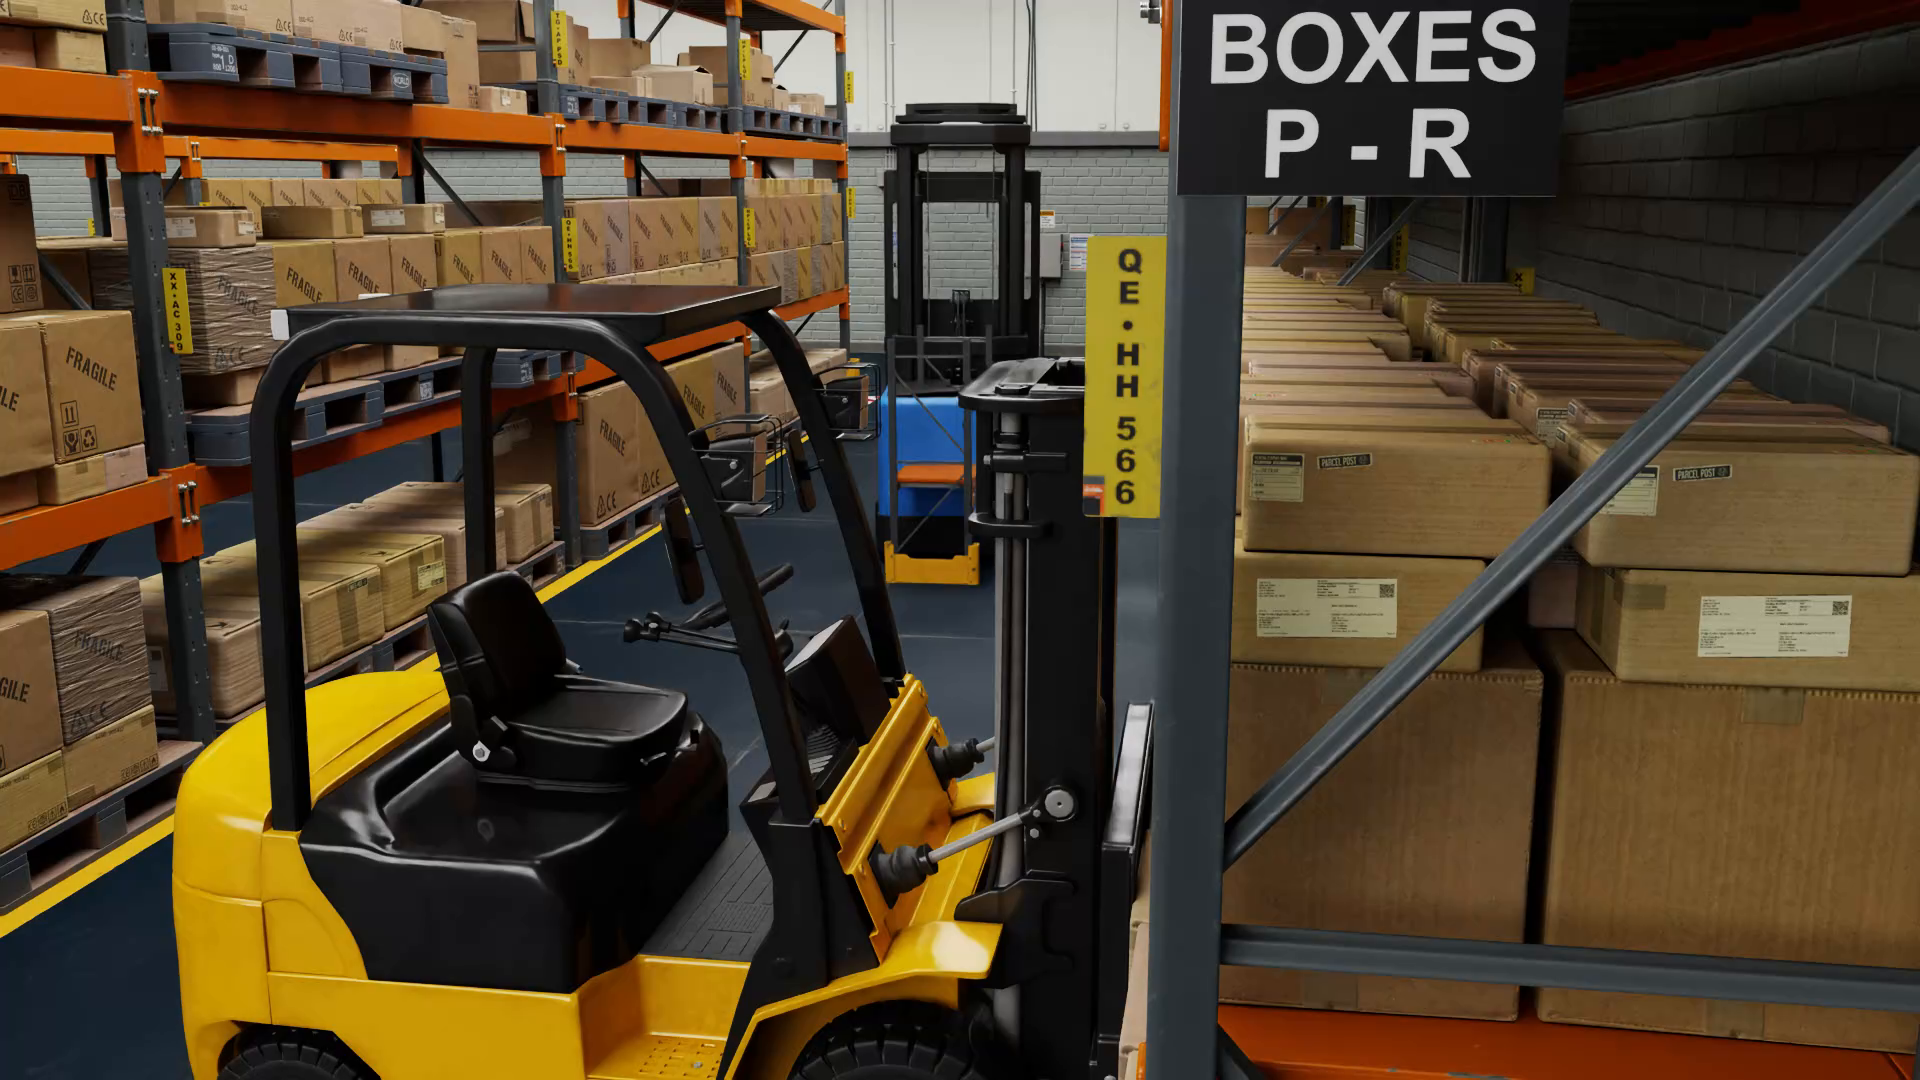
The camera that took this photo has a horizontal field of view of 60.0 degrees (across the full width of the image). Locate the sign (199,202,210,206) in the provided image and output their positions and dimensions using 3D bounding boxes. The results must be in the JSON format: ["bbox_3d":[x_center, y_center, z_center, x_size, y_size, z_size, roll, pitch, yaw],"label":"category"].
[{"bbox_3d":[-6.689,-2.830,14.757,0.100,0.325,0.005,2,12,9],"label":"sign"}]

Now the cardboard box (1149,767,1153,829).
[{"bbox_3d":[0.717,0.743,4.082,0.500,0.250,0.500,2,12,8],"label":"cardboard box"}]

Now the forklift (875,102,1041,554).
[{"bbox_3d":[0.022,-1.595,11.937,1.130,2.935,3.031,0,12,2],"label":"forklift"}]

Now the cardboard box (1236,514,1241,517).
[{"bbox_3d":[0.515,0.015,2.528,0.380,0.149,0.250,2,12,10],"label":"cardboard box"}]

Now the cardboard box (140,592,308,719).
[{"bbox_3d":[-3.483,0.493,7.324,0.950,0.372,0.625,2,12,9],"label":"cardboard box"}]

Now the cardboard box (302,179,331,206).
[{"bbox_3d":[-6.674,-3.369,16.692,0.500,0.500,0.500,1,12,7],"label":"cardboard box"}]

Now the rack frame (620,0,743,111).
[{"bbox_3d":[-2.331,-5.075,13.680,1.000,3.000,0.127,2,12,9],"label":"rack frame"}]

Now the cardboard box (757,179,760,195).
[{"bbox_3d":[-2.005,-3.162,14.897,0.380,0.149,0.250,2,12,8],"label":"cardboard box"}]

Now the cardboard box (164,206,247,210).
[{"bbox_3d":[-3.601,-1.498,7.846,0.380,0.149,0.250,1,12,6],"label":"cardboard box"}]

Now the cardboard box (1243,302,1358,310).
[{"bbox_3d":[0.866,-0.555,4.467,0.380,0.149,0.250,2,12,8],"label":"cardboard box"}]

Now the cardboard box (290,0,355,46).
[{"bbox_3d":[-2.998,-2.289,7.235,0.500,0.250,0.500,2,12,8],"label":"cardboard box"}]

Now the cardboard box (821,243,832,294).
[{"bbox_3d":[-1.620,-2.811,17.177,0.500,0.500,0.500,2,12,7],"label":"cardboard box"}]

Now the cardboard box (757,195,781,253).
[{"bbox_3d":[-1.934,-2.876,15.107,0.500,0.500,0.500,2,12,8],"label":"cardboard box"}]

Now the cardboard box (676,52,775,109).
[{"bbox_3d":[-2.155,-4.195,15.238,0.797,0.503,0.637,3,12,13],"label":"cardboard box"}]

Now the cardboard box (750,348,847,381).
[{"bbox_3d":[-1.718,-1.787,17.749,0.875,0.438,0.875,1,12,7],"label":"cardboard box"}]

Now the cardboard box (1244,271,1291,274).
[{"bbox_3d":[1.565,-1.348,8.853,0.380,0.149,0.250,2,12,10],"label":"cardboard box"}]

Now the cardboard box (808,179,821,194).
[{"bbox_3d":[-1.624,-3.587,16.867,0.380,0.149,0.250,2,12,10],"label":"cardboard box"}]

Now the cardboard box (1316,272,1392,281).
[{"bbox_3d":[2.079,-1.331,8.772,0.380,0.149,0.250,2,12,9],"label":"cardboard box"}]

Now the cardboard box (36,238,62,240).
[{"bbox_3d":[-7.832,-2.476,14.050,0.380,0.149,0.250,2,12,9],"label":"cardboard box"}]

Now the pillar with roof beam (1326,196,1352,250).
[{"bbox_3d":[0.241,-6.419,19.917,9.100,9.000,0.400,2,12,9],"label":"pillar with roof beam"}]

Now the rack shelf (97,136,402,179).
[{"bbox_3d":[-6.930,-3.812,16.651,1.077,0.370,4.000,2,12,9],"label":"rack shelf"}]

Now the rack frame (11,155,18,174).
[{"bbox_3d":[-11.508,-3.296,19.666,1.000,3.000,0.127,2,12,9],"label":"rack frame"}]

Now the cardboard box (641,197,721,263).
[{"bbox_3d":[-2.224,-2.471,13.226,0.500,0.500,0.500,2,12,10],"label":"cardboard box"}]

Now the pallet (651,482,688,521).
[{"bbox_3d":[-2.560,-0.361,12.668,1.003,0.211,1.213,2,12,9],"label":"pallet"}]

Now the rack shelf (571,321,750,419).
[{"bbox_3d":[-2.638,-1.374,12.456,1.077,0.370,4.000,2,12,9],"label":"rack shelf"}]

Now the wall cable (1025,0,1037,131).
[{"bbox_3d":[2.370,-6.996,22.506,2.988,3.039,0.133,2,12,9],"label":"wall cable"}]

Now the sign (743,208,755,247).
[{"bbox_3d":[-1.793,-2.654,14.126,0.100,0.325,0.005,2,12,9],"label":"sign"}]

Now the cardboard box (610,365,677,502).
[{"bbox_3d":[-2.616,-0.803,12.144,0.875,0.875,0.875,2,12,9],"label":"cardboard box"}]

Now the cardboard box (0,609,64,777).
[{"bbox_3d":[-3.464,0.533,5.648,0.500,0.500,0.500,2,12,10],"label":"cardboard box"}]

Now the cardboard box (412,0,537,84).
[{"bbox_3d":[-3.037,-3.115,10.464,0.797,0.503,0.637,1,12,5],"label":"cardboard box"}]

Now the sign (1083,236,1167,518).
[{"bbox_3d":[0.195,-0.186,1.927,0.100,0.325,0.005,2,12,9],"label":"sign"}]

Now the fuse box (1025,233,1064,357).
[{"bbox_3d":[1.182,-3.421,23.305,0.539,1.711,0.414,2,12,9],"label":"fuse box"}]

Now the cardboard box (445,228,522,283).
[{"bbox_3d":[-2.810,-1.497,9.381,0.500,0.500,0.500,2,12,8],"label":"cardboard box"}]

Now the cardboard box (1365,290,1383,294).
[{"bbox_3d":[1.858,-1.012,7.294,0.380,0.149,0.250,2,12,8],"label":"cardboard box"}]

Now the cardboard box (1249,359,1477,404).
[{"bbox_3d":[0.708,-0.234,2.975,0.380,0.149,0.250,2,12,9],"label":"cardboard box"}]

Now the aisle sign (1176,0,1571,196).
[{"bbox_3d":[0.428,-0.751,1.685,0.394,0.787,0.004,2,12,9],"label":"aisle sign"}]

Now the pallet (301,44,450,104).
[{"bbox_3d":[-3.205,-2.192,7.871,1.213,0.211,1.003,2,12,9],"label":"pallet"}]

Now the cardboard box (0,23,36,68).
[{"bbox_3d":[-3.434,-1.695,5.714,0.380,0.149,0.250,2,12,9],"label":"cardboard box"}]

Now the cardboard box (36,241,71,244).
[{"bbox_3d":[-7.308,-2.293,13.203,0.380,0.149,0.250,1,12,6],"label":"cardboard box"}]

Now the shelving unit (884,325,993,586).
[{"bbox_3d":[-0.103,-0.573,10.580,0.587,1.500,1.083,1,12,8],"label":"shelving unit"}]

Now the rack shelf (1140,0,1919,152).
[{"bbox_3d":[1.036,-1.015,3.670,1.077,0.370,4.000,2,12,9],"label":"rack shelf"}]

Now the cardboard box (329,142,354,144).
[{"bbox_3d":[-6.592,-4.194,17.072,0.500,0.250,0.500,2,12,11],"label":"cardboard box"}]

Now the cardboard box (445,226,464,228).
[{"bbox_3d":[-3.244,-1.623,9.963,0.500,0.500,0.500,2,12,7],"label":"cardboard box"}]

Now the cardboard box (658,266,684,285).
[{"bbox_3d":[-2.364,-1.894,12.331,0.500,0.250,0.500,2,12,10],"label":"cardboard box"}]

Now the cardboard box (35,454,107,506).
[{"bbox_3d":[-3.341,-0.225,6.013,0.380,0.149,0.250,2,12,10],"label":"cardboard box"}]

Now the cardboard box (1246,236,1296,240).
[{"bbox_3d":[2.199,-2.035,12.581,0.700,0.500,0.500,2,12,9],"label":"cardboard box"}]

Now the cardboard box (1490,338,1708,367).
[{"bbox_3d":[1.298,-0.325,3.399,0.380,0.149,0.250,2,12,7],"label":"cardboard box"}]

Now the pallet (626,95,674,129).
[{"bbox_3d":[-2.730,-3.052,11.863,1.003,0.211,1.213,2,12,11],"label":"pallet"}]

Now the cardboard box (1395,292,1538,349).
[{"bbox_3d":[1.486,-0.645,4.884,0.380,0.149,0.250,2,12,8],"label":"cardboard box"}]

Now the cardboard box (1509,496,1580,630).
[{"bbox_3d":[1.012,0.034,2.436,0.380,0.149,0.250,2,12,9],"label":"cardboard box"}]

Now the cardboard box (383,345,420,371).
[{"bbox_3d":[-2.936,-0.934,8.308,0.380,0.149,0.250,2,12,11],"label":"cardboard box"}]
